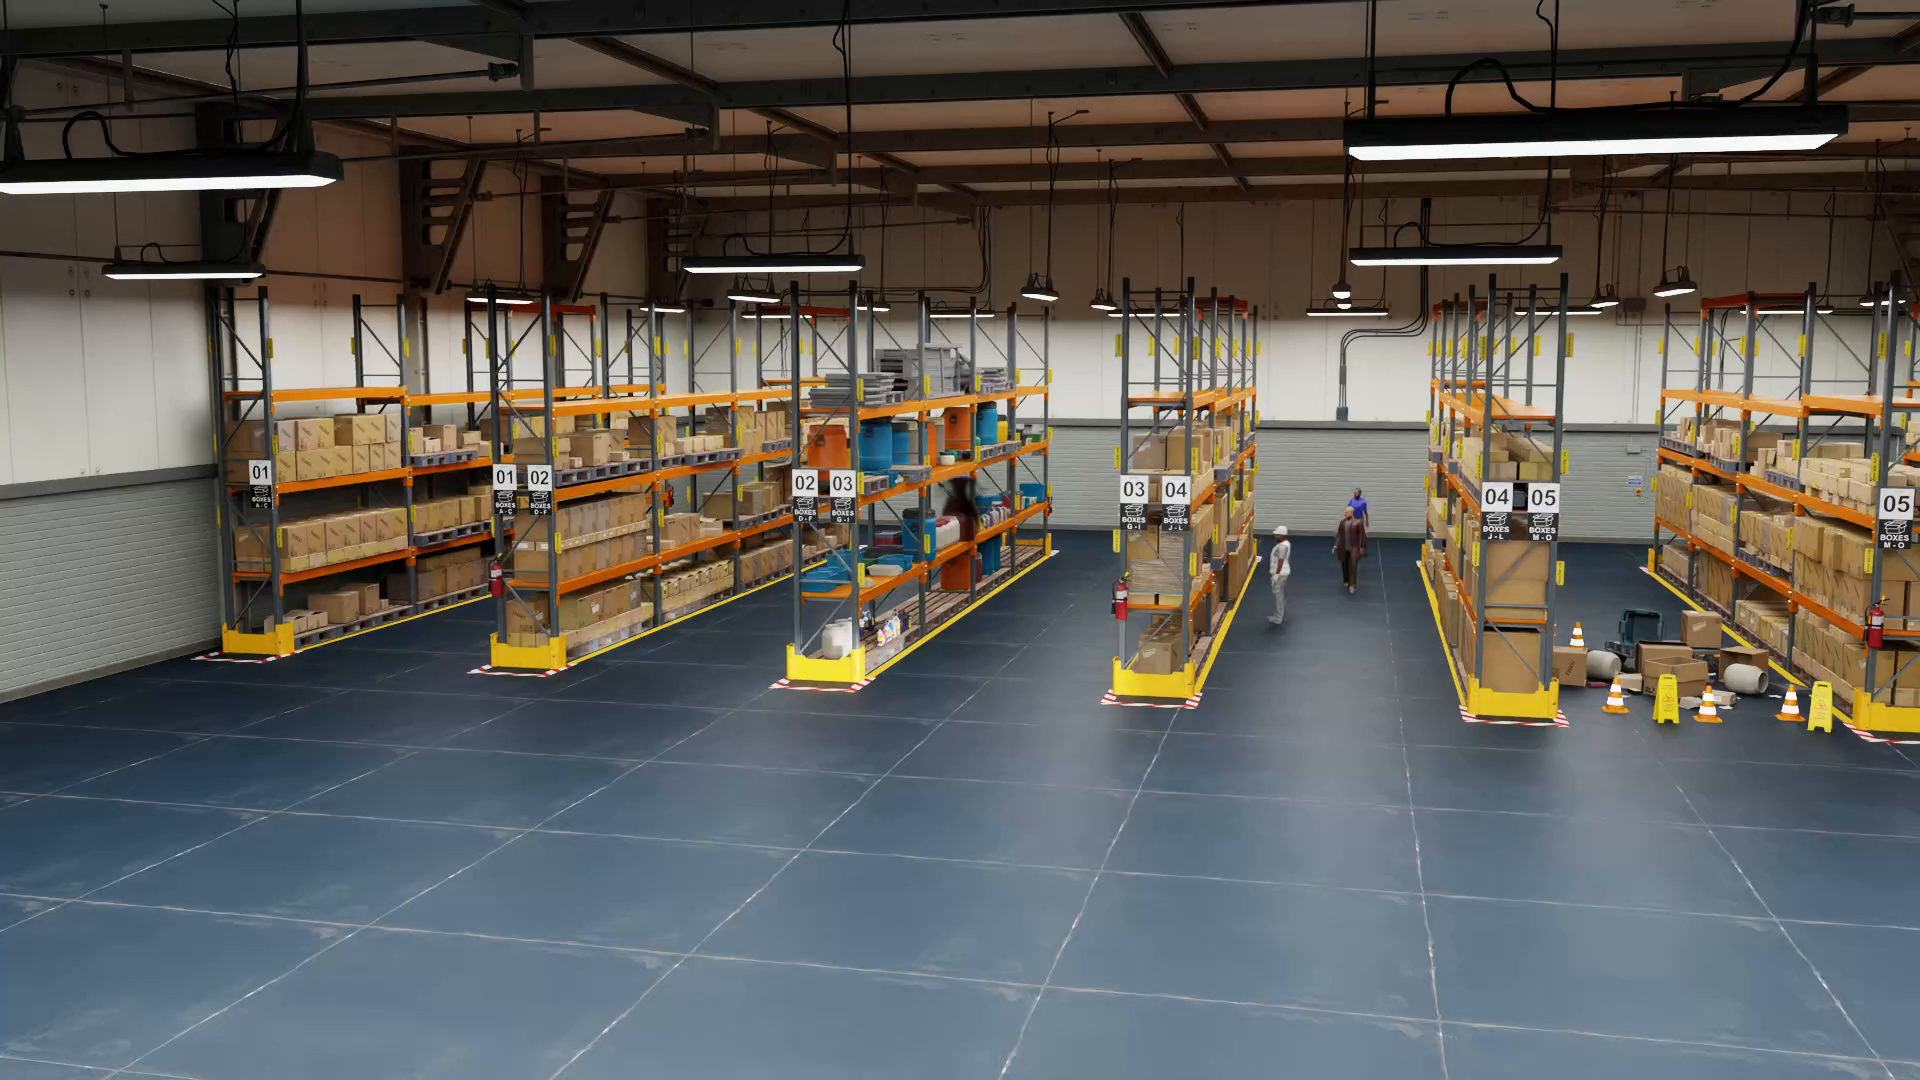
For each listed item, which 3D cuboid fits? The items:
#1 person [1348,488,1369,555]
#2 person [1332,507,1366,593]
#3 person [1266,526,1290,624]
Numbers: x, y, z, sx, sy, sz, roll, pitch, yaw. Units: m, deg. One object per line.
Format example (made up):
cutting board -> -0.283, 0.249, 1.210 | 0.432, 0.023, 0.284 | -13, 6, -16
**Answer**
person -> 9.740, -0.473, 40.695 | 0.528, 1.615, 0.928 | 2, 7, 18
person -> 8.047, 0.177, 34.380 | 0.677, 1.736, 1.037 | 2, 7, 18
person -> 5.808, 0.623, 30.456 | 0.529, 1.791, 0.603 | 4, 8, 30
